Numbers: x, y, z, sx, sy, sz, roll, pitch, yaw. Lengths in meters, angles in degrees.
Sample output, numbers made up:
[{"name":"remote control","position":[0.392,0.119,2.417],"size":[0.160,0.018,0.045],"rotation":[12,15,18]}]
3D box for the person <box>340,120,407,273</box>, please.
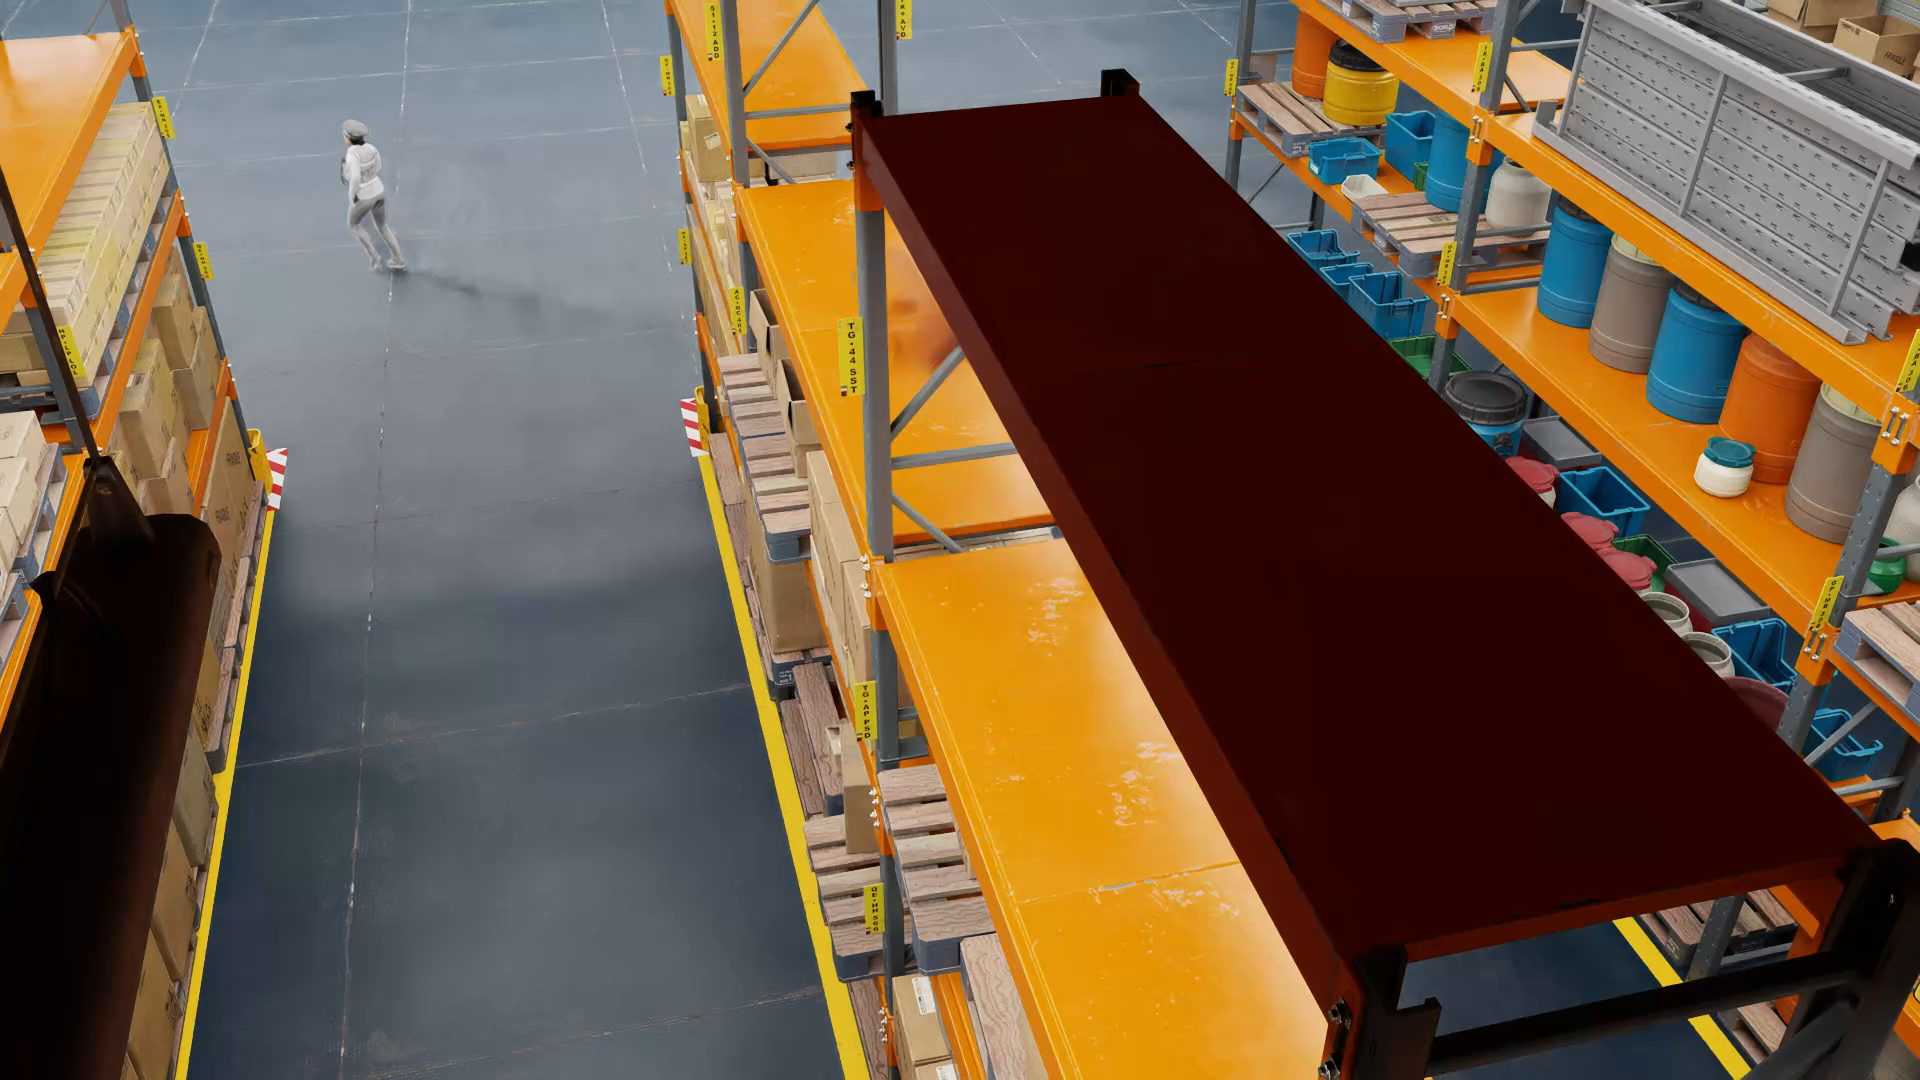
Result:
[{"name":"person","position":[-6.452,-3.697,18.025],"size":[0.675,1.717,0.632],"rotation":[16,38,22]}]
